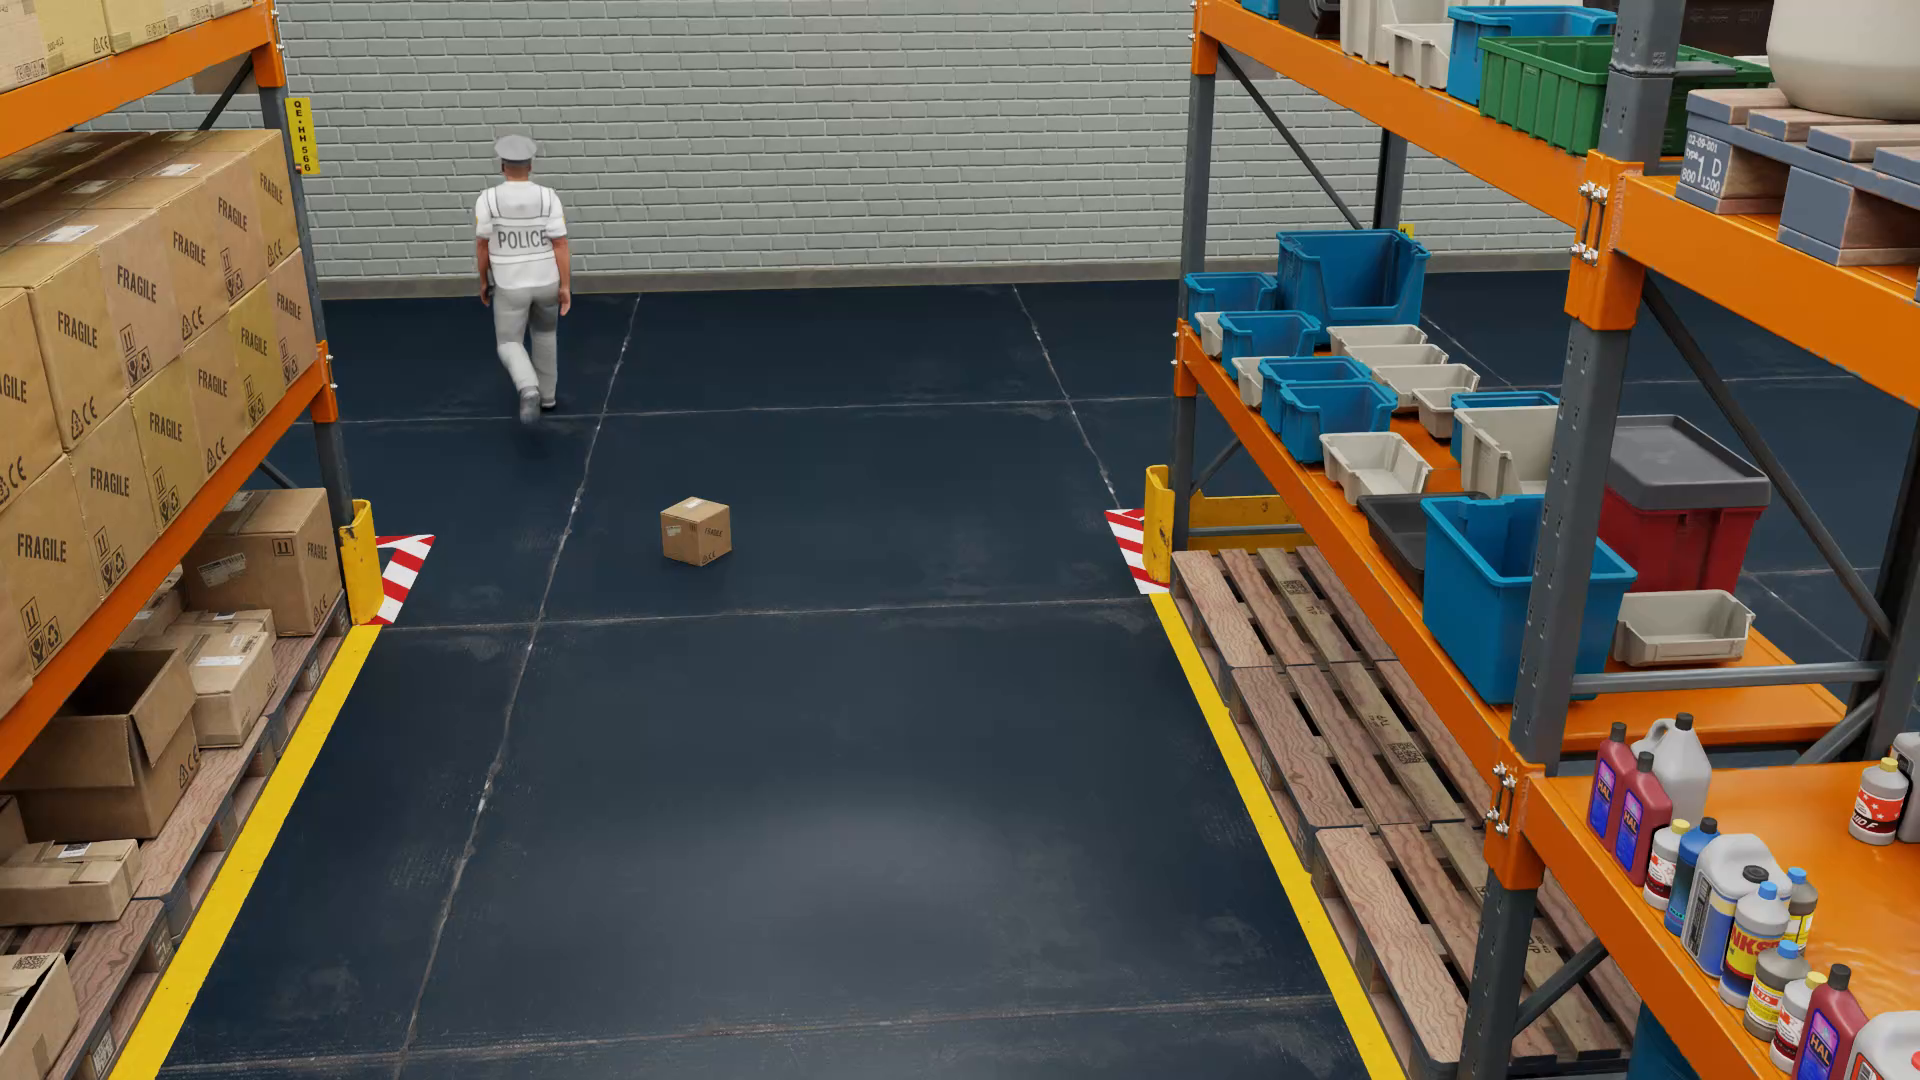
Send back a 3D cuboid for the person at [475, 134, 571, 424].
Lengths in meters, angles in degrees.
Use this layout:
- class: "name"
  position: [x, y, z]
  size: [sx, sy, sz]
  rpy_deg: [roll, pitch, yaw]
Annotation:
- class: "person"
  position: [-2.655, -1.585, 10.176]
  size: [0.531, 1.731, 0.882]
  rpy_deg: [-11, 26, -23]
